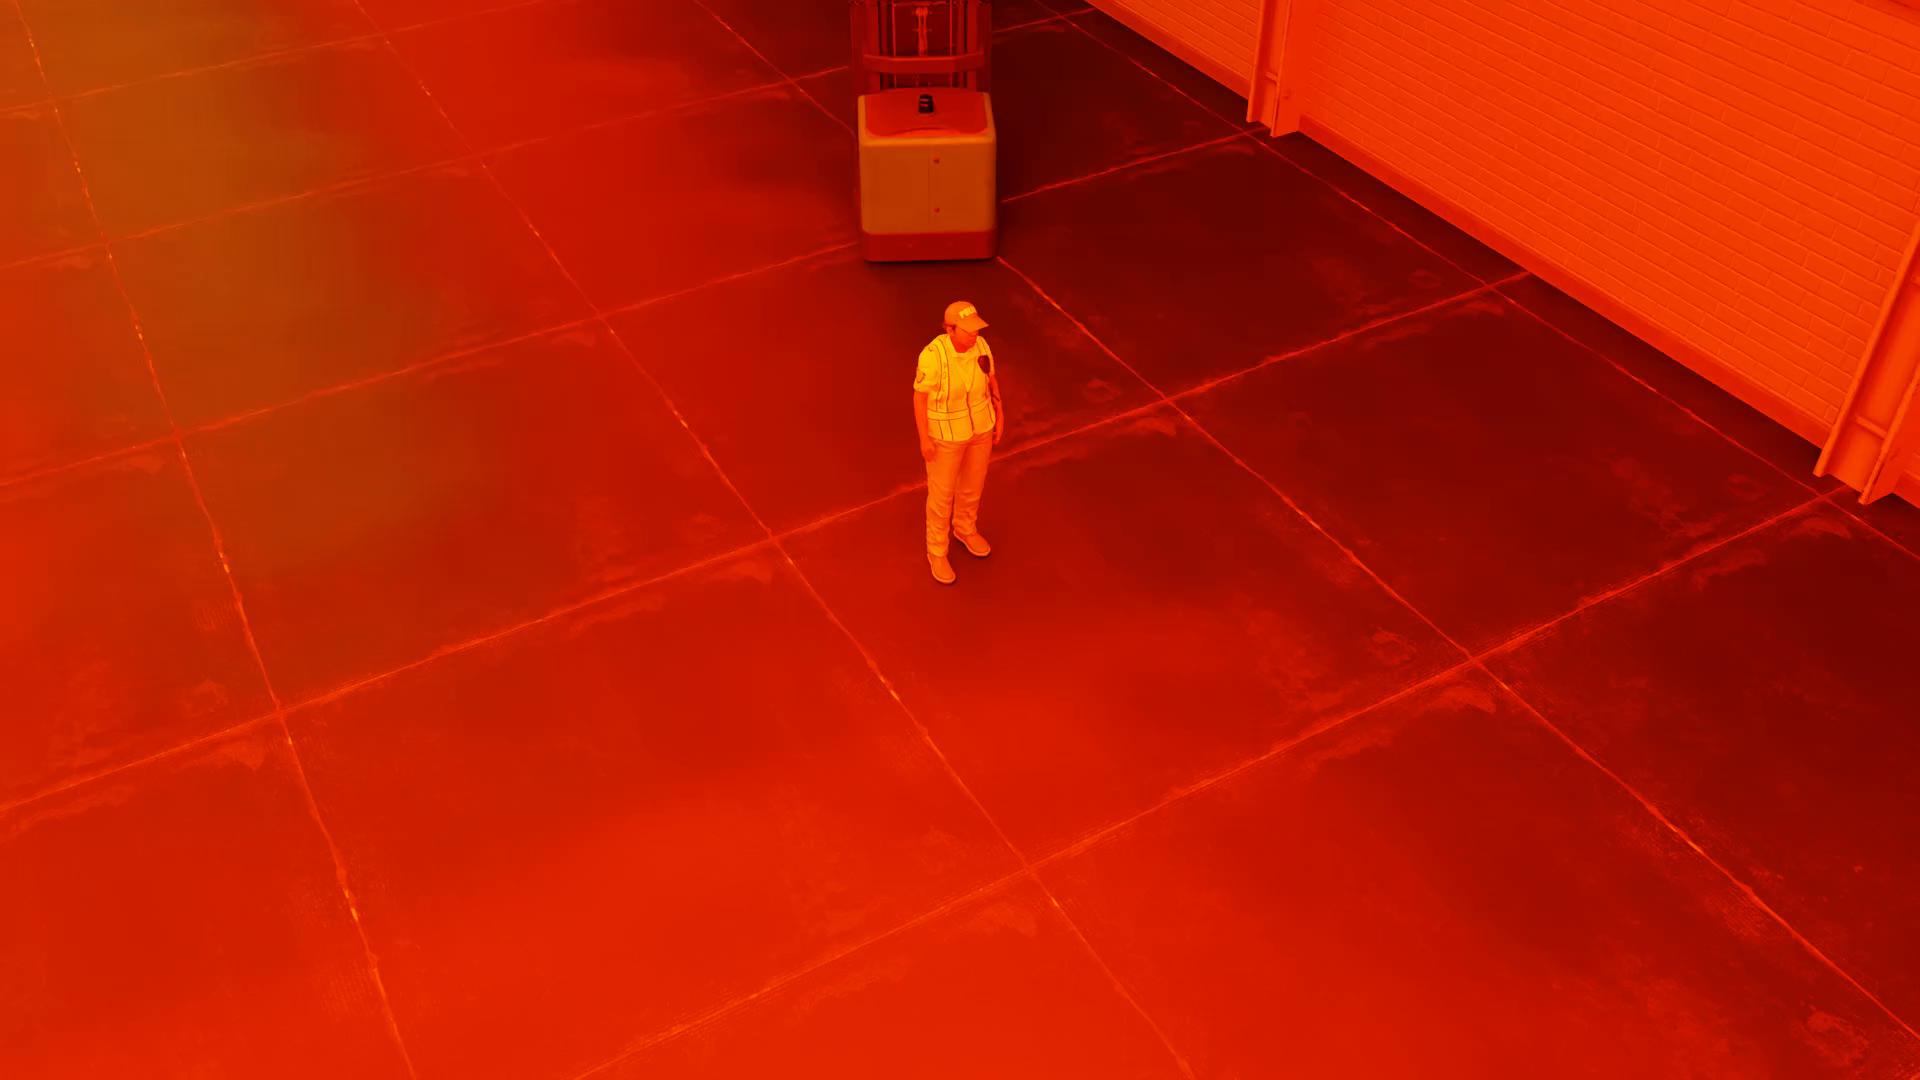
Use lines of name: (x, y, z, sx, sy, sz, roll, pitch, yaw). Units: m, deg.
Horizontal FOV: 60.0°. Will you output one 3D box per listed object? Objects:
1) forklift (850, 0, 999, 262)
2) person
forklift: (-0.319, -4.194, 13.093, 1.130, 2.935, 3.031, -2, 40, -3)
person: (0.019, -0.598, 9.734, 0.598, 1.670, 0.527, -20, 44, -23)
